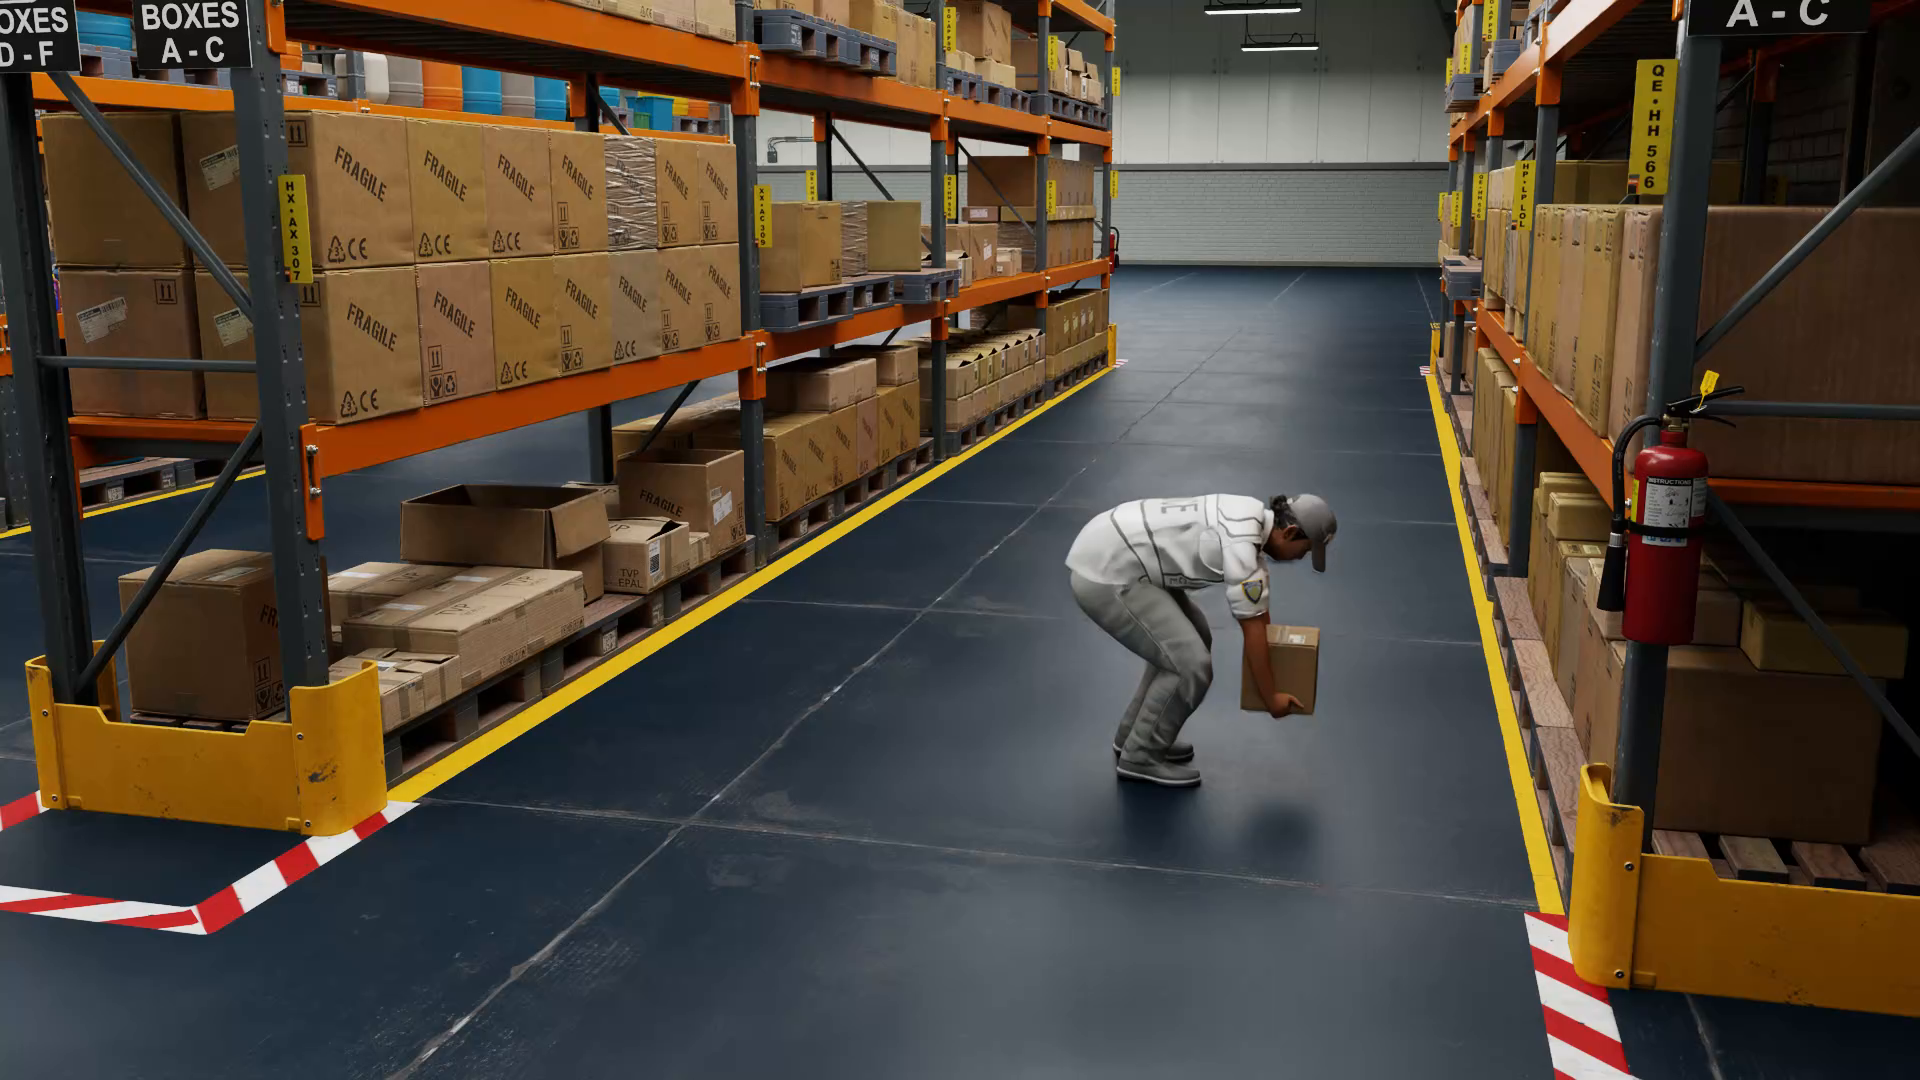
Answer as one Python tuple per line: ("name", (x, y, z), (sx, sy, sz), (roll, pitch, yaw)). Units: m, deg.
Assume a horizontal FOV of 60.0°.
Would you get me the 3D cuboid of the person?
("person", (0.843, 0.332, 5.912), (0.938, 1.031, 0.504), (2, 12, 11))
